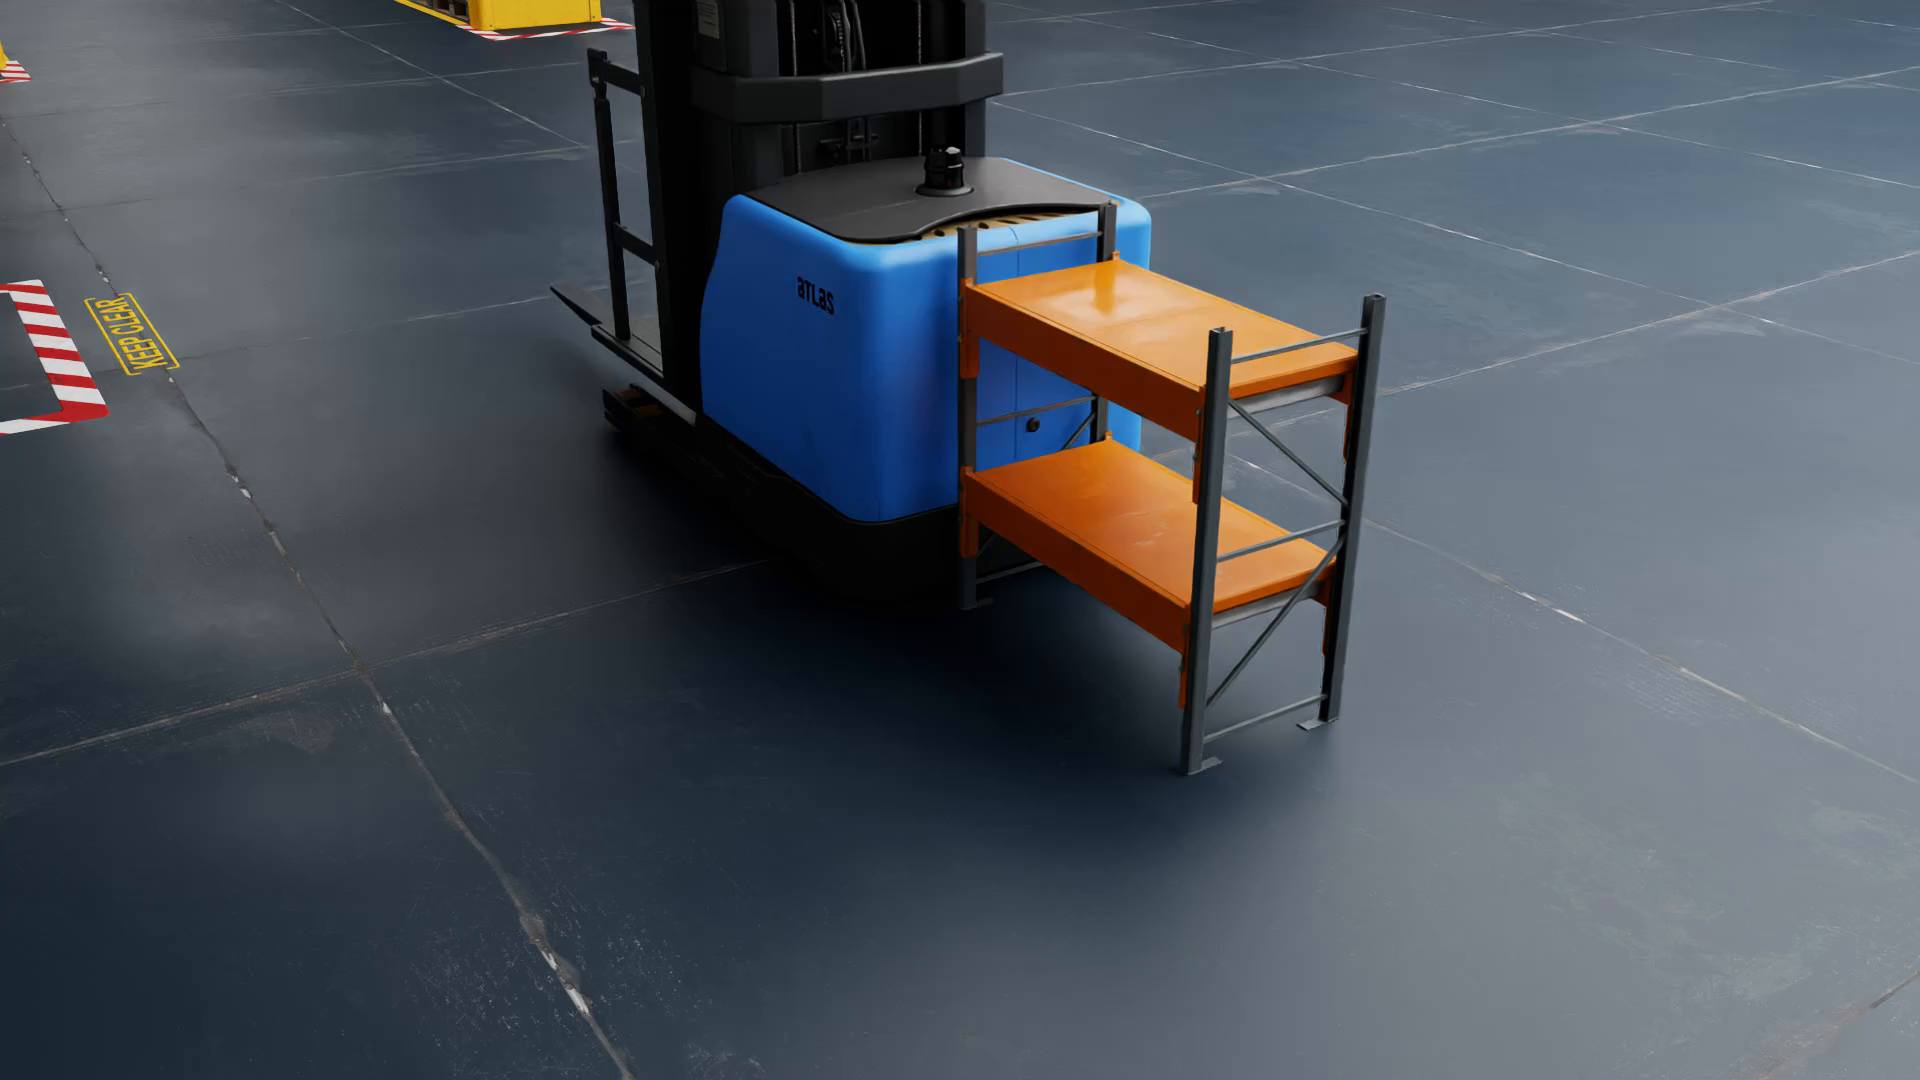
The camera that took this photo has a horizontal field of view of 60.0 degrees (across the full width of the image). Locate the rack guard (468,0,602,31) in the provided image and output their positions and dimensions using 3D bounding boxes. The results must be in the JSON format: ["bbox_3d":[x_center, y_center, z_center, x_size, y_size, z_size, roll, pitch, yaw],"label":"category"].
[{"bbox_3d":[-3.903,-4.992,15.239,1.175,0.500,0.348,-16,29,-30],"label":"rack guard"}]

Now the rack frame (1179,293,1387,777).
[{"bbox_3d":[0.755,0.004,3.923,0.500,1.125,0.032,-15,29,-29],"label":"rack frame"}]

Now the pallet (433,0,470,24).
[{"bbox_3d":[-4.369,-5.134,15.878,1.003,0.211,1.213,-16,29,-30],"label":"pallet"}]

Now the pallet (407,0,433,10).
[{"bbox_3d":[-5.031,-5.570,16.801,1.003,0.211,1.213,-16,29,-30],"label":"pallet"}]

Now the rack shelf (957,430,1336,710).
[{"bbox_3d":[0.484,0.042,4.416,0.538,0.278,1.000,-15,29,-29],"label":"rack shelf"}]

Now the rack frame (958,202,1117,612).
[{"bbox_3d":[0.213,-0.363,4.701,0.500,1.125,0.032,-15,29,-29],"label":"rack frame"}]

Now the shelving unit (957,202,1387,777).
[{"bbox_3d":[0.484,-0.179,4.312,0.538,1.125,1.048,-15,29,-29],"label":"shelving unit"}]

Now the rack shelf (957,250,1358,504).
[{"bbox_3d":[0.484,-0.444,4.187,0.538,0.278,1.000,-15,29,-29],"label":"rack shelf"}]

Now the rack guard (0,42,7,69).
[{"bbox_3d":[-8.106,-3.872,12.867,1.175,0.500,0.348,-16,29,-30],"label":"rack guard"}]

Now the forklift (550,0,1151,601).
[{"bbox_3d":[-0.641,-1.736,5.494,1.130,2.935,3.031,-15,29,-29],"label":"forklift"}]
